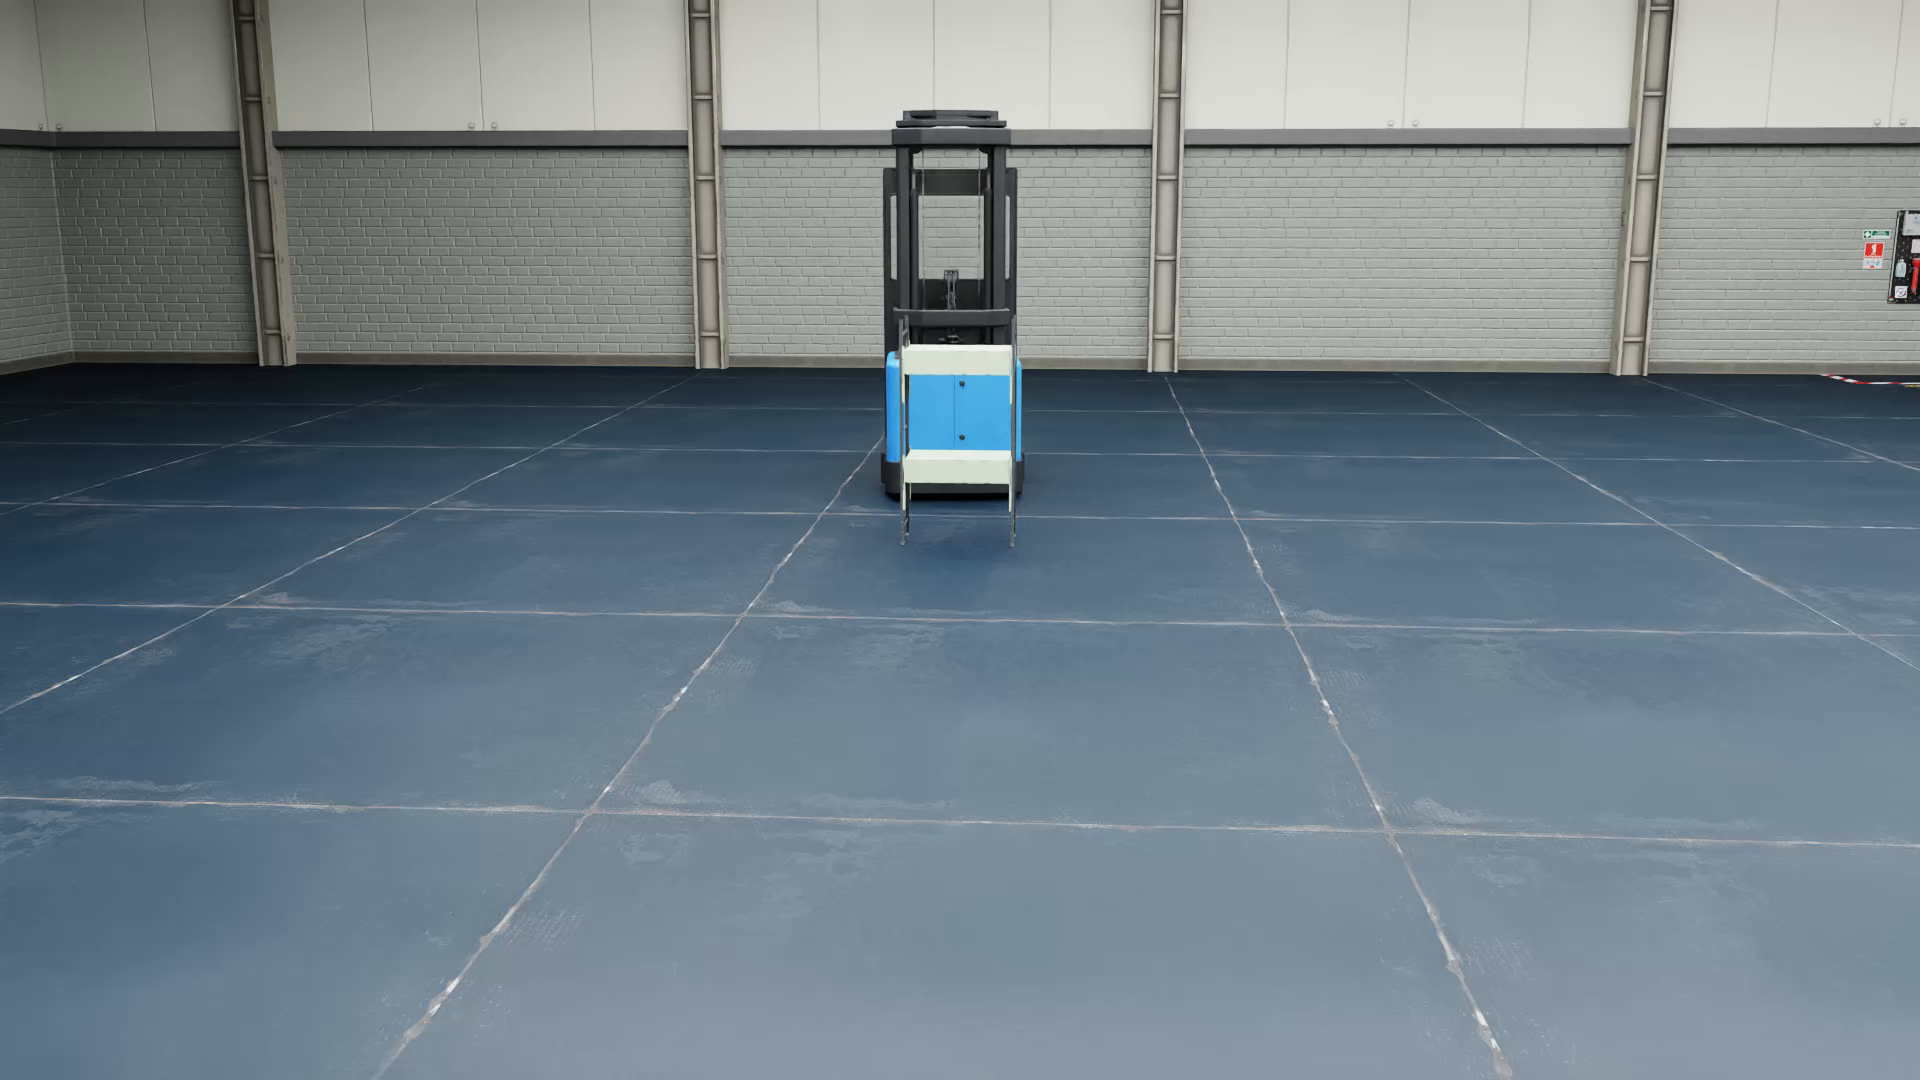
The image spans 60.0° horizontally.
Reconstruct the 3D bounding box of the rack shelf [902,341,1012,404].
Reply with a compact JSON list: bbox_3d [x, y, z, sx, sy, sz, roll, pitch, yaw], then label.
[{"bbox_3d":[-0.007,-1.116,11.035,0.720,0.370,0.431,1,12,4],"label":"rack shelf"}]

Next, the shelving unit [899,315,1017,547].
[{"bbox_3d":[-0.007,-0.734,11.115,0.755,1.500,0.431,1,12,4],"label":"shelving unit"}]

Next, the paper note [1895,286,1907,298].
[{"bbox_3d":[12.003,-3.161,21.205,0.142,0.148,0.016,1,12,4],"label":"paper note"}]

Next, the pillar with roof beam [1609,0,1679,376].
[{"bbox_3d":[8.364,-5.673,16.411,0.400,9.000,9.100,1,12,4],"label":"pillar with roof beam"}]

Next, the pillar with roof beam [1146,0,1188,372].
[{"bbox_3d":[2.377,-5.755,16.803,0.400,9.000,9.100,1,12,4],"label":"pillar with roof beam"}]

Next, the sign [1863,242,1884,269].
[{"bbox_3d":[11.630,-3.622,21.169,0.234,0.329,0.001,1,12,4],"label":"sign"}]

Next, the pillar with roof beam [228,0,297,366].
[{"bbox_3d":[-9.596,-5.919,17.588,0.400,9.000,9.100,1,12,4],"label":"pillar with roof beam"}]

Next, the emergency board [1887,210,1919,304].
[{"bbox_3d":[12.175,-3.576,21.036,0.643,1.169,0.194,1,12,4],"label":"emergency board"}]

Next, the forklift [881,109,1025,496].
[{"bbox_3d":[-0.088,-2.028,13.802,1.130,2.935,3.031,0,12,-2],"label":"forklift"}]

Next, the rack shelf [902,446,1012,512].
[{"bbox_3d":[-0.007,-0.415,11.182,0.720,0.370,0.431,1,12,4],"label":"rack shelf"}]

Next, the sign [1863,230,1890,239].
[{"bbox_3d":[11.634,-3.879,21.106,0.331,0.109,0.001,1,12,4],"label":"sign"}]

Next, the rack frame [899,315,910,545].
[{"bbox_3d":[-0.372,-0.739,11.139,0.023,1.500,0.400,1,12,4],"label":"rack frame"}]

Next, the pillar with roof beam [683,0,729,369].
[{"bbox_3d":[-3.610,-5.837,17.195,0.400,9.000,9.100,1,12,4],"label":"pillar with roof beam"}]

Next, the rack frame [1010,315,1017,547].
[{"bbox_3d":[0.359,-0.729,11.091,0.023,1.500,0.400,1,12,4],"label":"rack frame"}]
